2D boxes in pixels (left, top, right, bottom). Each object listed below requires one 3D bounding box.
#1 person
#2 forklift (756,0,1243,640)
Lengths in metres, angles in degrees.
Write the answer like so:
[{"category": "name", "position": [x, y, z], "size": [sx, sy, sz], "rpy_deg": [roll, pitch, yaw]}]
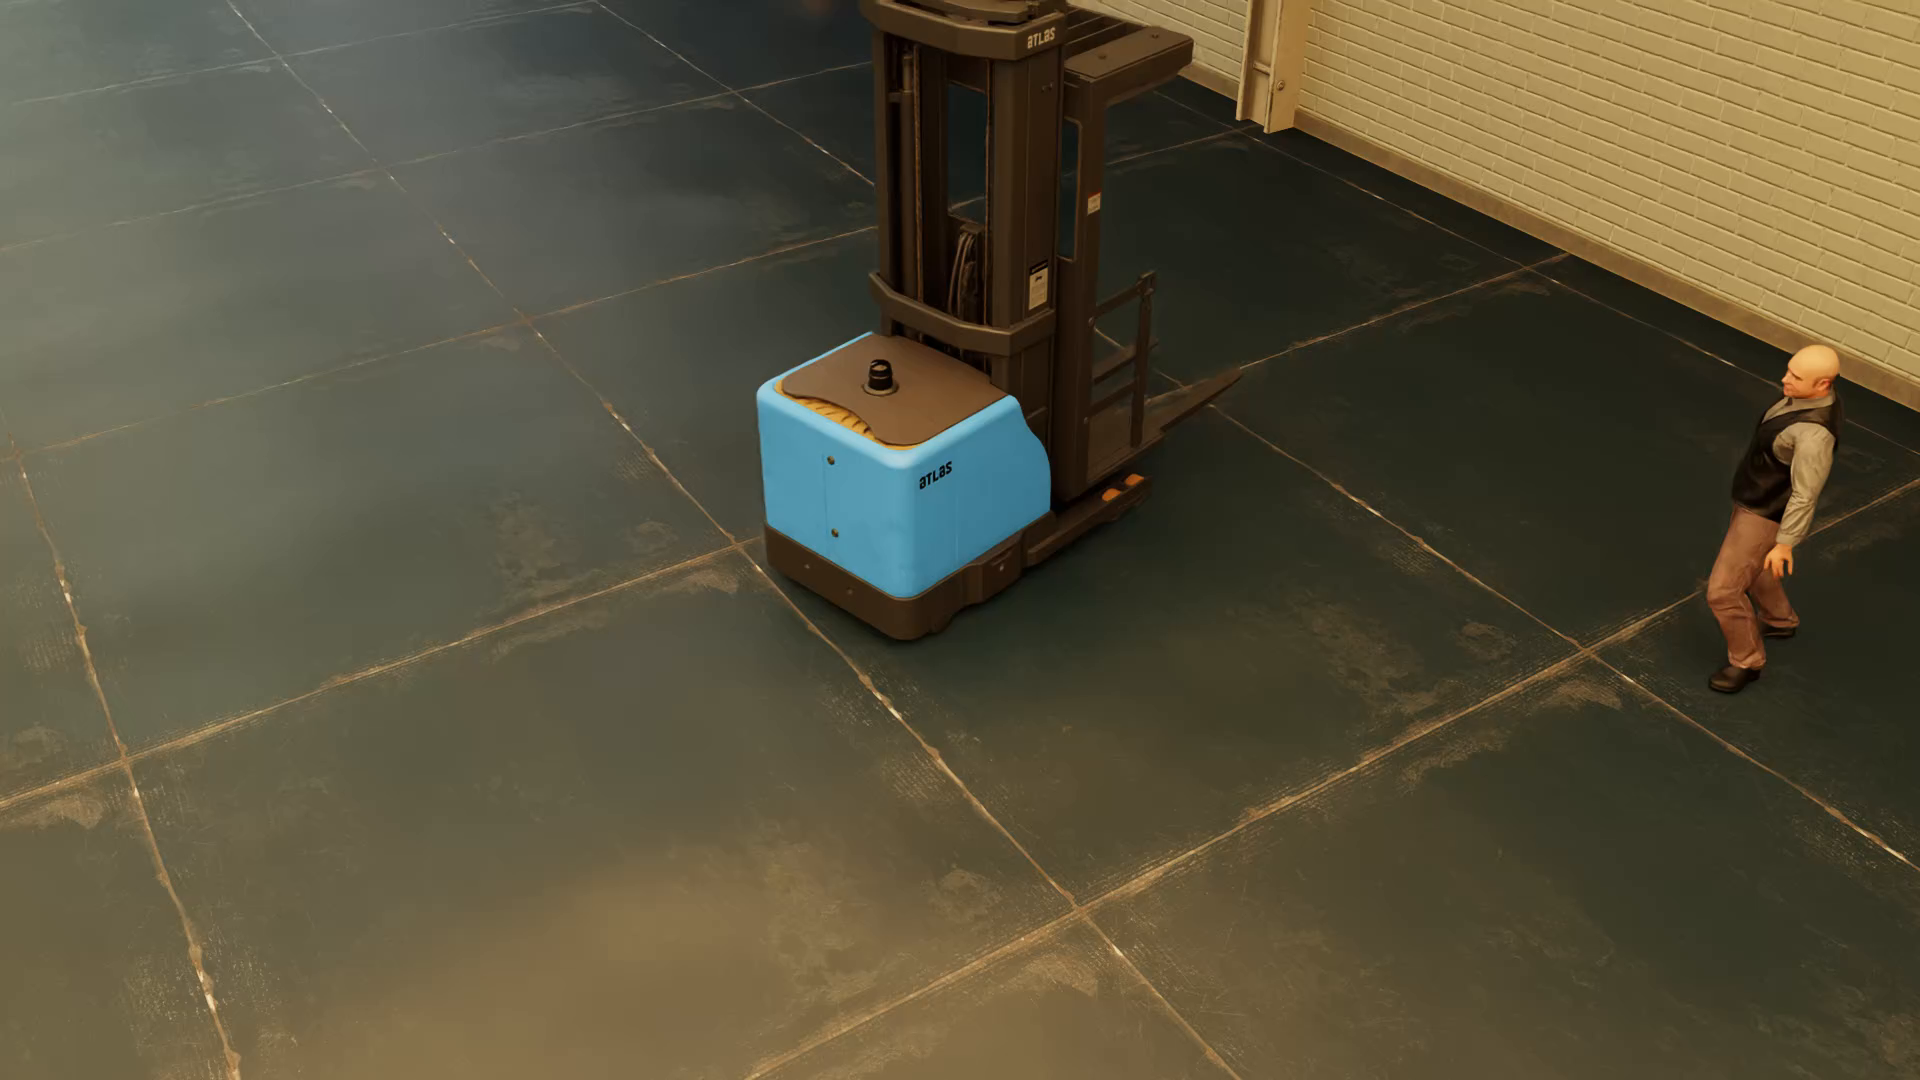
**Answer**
[{"category": "person", "position": [3.741, -0.160, 7.529], "size": [0.483, 1.689, 0.873], "rpy_deg": [15, 38, 20]}, {"category": "forklift", "position": [0.383, -1.483, 8.259], "size": [1.130, 2.935, 3.031], "rpy_deg": [28, 44, 34]}]
